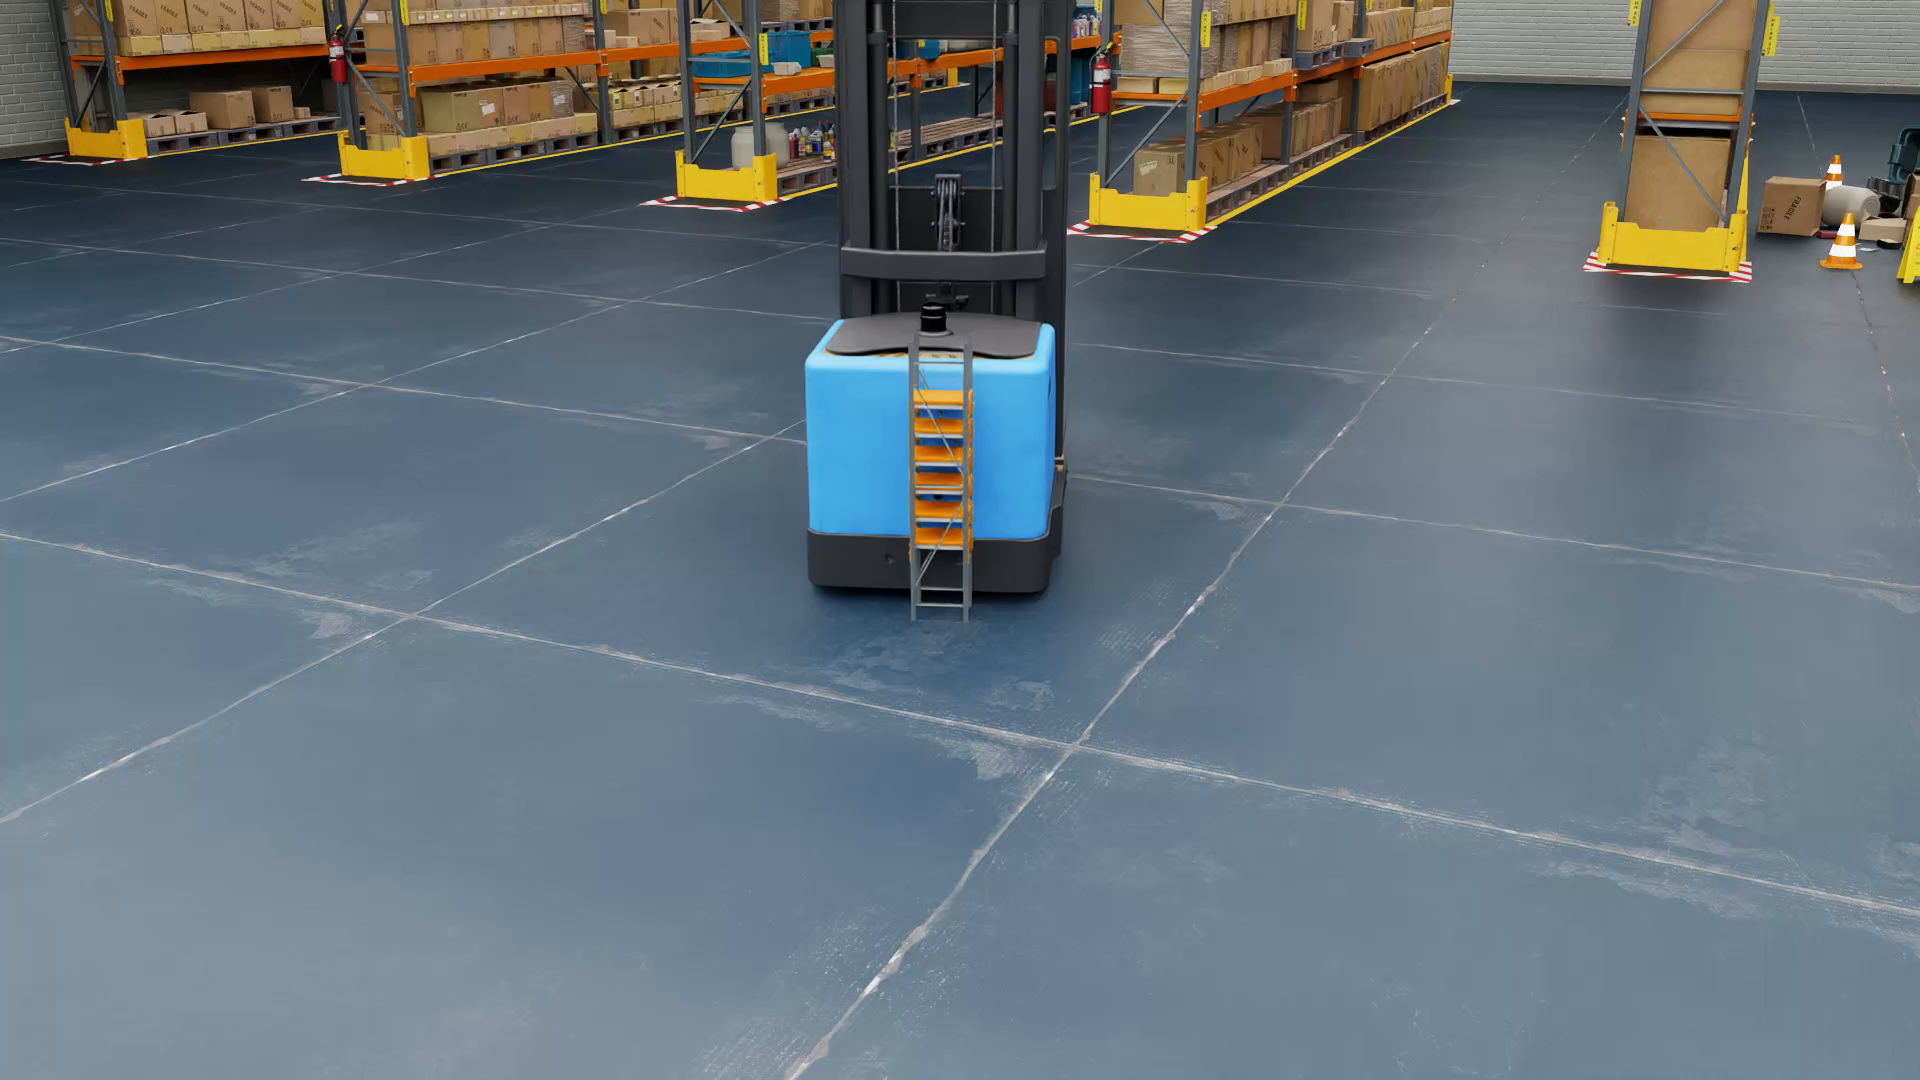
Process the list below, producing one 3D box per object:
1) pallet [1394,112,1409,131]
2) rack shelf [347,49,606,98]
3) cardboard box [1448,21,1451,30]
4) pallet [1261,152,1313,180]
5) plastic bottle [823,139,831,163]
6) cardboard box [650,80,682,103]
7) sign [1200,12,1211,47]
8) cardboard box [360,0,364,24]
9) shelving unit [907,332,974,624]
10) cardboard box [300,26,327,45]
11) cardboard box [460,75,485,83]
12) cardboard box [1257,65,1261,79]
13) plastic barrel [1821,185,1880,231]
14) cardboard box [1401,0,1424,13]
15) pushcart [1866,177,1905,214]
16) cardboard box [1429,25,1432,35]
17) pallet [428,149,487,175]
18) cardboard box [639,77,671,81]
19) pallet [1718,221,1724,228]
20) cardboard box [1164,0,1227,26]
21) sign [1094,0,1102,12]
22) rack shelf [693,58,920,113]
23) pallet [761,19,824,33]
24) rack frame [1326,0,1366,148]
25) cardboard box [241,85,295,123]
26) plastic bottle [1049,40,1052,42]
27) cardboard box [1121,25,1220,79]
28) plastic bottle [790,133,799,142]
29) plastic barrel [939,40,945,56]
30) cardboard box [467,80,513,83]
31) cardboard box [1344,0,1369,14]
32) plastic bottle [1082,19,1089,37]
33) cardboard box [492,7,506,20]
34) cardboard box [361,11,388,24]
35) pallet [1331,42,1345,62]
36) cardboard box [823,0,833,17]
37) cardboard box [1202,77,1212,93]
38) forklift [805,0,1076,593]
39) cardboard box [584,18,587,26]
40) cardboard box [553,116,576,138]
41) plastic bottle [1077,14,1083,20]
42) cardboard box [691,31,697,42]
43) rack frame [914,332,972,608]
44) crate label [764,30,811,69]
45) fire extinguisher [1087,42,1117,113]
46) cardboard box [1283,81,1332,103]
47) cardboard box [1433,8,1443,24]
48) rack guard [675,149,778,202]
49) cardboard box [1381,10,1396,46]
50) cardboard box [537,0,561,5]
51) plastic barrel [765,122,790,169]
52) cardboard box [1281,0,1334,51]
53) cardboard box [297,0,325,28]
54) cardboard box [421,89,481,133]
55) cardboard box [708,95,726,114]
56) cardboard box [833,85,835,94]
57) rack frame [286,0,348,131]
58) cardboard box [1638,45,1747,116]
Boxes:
[{"bbox_3d":[6.546,-6.719,26.547,1.003,0.211,1.213,9,21,23],"label":"pallet"},{"bbox_3d":[-6.338,-6.244,22.122,1.077,0.370,4.000,9,21,23],"label":"rack shelf"},{"bbox_3d":[8.586,-9.230,29.819,0.380,0.149,0.250,9,21,24],"label":"cardboard box"},{"bbox_3d":[3.835,-4.758,21.033,1.003,0.211,1.213,9,21,23],"label":"pallet"},{"bbox_3d":[-1.613,-4.724,20.190,0.097,0.271,0.097,0,20,0],"label":"plastic bottle"},{"bbox_3d":[-4.494,-6.923,25.598,0.500,0.311,0.500,9,22,24],"label":"cardboard box"},{"bbox_3d":[2.374,-4.944,16.103,0.100,0.325,0.005,9,21,23],"label":"sign"},{"bbox_3d":[-9.565,-8.448,26.440,0.700,0.500,0.500,11,22,28],"label":"cardboard box"},{"bbox_3d":[-0.078,-0.247,6.874,0.258,1.200,0.189,2,20,5],"label":"shelving unit"},{"bbox_3d":[-9.957,-7.625,25.127,0.500,0.250,0.500,9,21,23],"label":"cardboard box"},{"bbox_3d":[-8.649,-7.898,28.773,0.700,0.500,0.500,9,21,23],"label":"cardboard box"},{"bbox_3d":[3.140,-5.234,18.584,0.380,0.149,0.250,9,21,23],"label":"cardboard box"},{"bbox_3d":[8.936,-3.351,16.760,0.421,0.421,0.512,-9,22,-24],"label":"plastic barrel"},{"bbox_3d":[7.222,-8.813,26.935,0.500,0.500,0.500,9,21,23],"label":"cardboard box"},{"bbox_3d":[10.458,-3.536,17.348,1.648,0.377,0.936,1,20,4],"label":"pushcart"},{"bbox_3d":[7.748,-8.602,28.055,0.380,0.149,0.250,9,21,23],"label":"cardboard box"},{"bbox_3d":[-6.882,-4.897,21.423,1.003,0.211,1.213,9,21,23],"label":"pallet"},{"bbox_3d":[-4.782,-7.146,26.226,0.500,0.311,0.500,8,21,21],"label":"cardboard box"},{"bbox_3d":[6.619,-2.841,15.642,1.003,0.211,1.213,9,21,23],"label":"pallet"},{"bbox_3d":[2.353,-5.400,16.591,0.500,0.500,0.500,9,21,23],"label":"cardboard box"},{"bbox_3d":[1.381,-5.388,16.442,0.100,0.325,0.005,9,21,23],"label":"sign"},{"bbox_3d":[-1.821,-5.563,20.208,1.077,0.370,4.000,9,21,23],"label":"rack shelf"},{"bbox_3d":[-3.089,-8.922,28.865,1.003,0.211,1.213,9,21,23],"label":"pallet"},{"bbox_3d":[5.155,-7.056,23.334,1.000,3.000,0.127,9,21,23],"label":"rack frame"},{"bbox_3d":[-10.428,-6.579,25.067,0.500,0.500,0.500,7,21,19],"label":"cardboard box"},{"bbox_3d":[1.395,-7.945,26.007,0.061,0.283,0.133,9,21,23],"label":"plastic bottle"},{"bbox_3d":[2.129,-4.962,16.853,0.875,0.500,0.500,9,21,23],"label":"cardboard box"},{"bbox_3d":[-2.102,-4.952,20.824,0.152,0.276,0.135,8,21,21],"label":"plastic bottle"},{"bbox_3d":[-0.410,-6.840,22.522,0.433,0.535,0.433,0,20,0],"label":"plastic barrel"},{"bbox_3d":[-6.404,-6.045,22.848,0.500,0.500,0.500,9,21,23],"label":"cardboard box"},{"bbox_3d":[5.469,-7.797,23.771,0.797,0.503,0.637,9,22,25],"label":"cardboard box"},{"bbox_3d":[2.052,-8.470,27.493,0.152,0.276,0.135,9,21,23],"label":"plastic bottle"},{"bbox_3d":[-6.170,-6.884,21.732,0.380,0.149,0.250,9,21,23],"label":"cardboard box"},{"bbox_3d":[-7.174,-6.467,20.559,0.380,0.149,0.250,8,21,22],"label":"cardboard box"},{"bbox_3d":[4.382,-6.355,21.649,1.003,0.211,1.213,9,21,23],"label":"pallet"},{"bbox_3d":[-2.641,-9.770,30.190,0.700,0.500,0.500,2,20,4],"label":"cardboard box"},{"bbox_3d":[2.333,-4.621,16.860,0.380,0.149,0.250,9,21,23],"label":"cardboard box"},{"bbox_3d":[-0.011,-1.604,8.106,1.130,2.935,3.031,2,20,5],"label":"forklift"},{"bbox_3d":[-7.204,-9.685,31.069,0.380,0.149,0.250,8,21,21],"label":"cardboard box"},{"bbox_3d":[-5.723,-5.773,23.202,0.500,0.250,0.500,9,21,23],"label":"cardboard box"},{"bbox_3d":[1.989,-8.573,27.672,0.144,0.351,0.185,9,21,23],"label":"plastic bottle"},{"bbox_3d":[-4.352,-7.901,26.083,0.380,0.149,0.250,10,22,27],"label":"cardboard box"},{"bbox_3d":[-0.069,-0.278,6.960,0.240,1.200,0.006,2,20,5],"label":"rack frame"},{"bbox_3d":[-2.133,-5.907,20.049,0.502,0.435,0.616,9,21,23],"label":"crate label"},{"bbox_3d":[1.412,-4.603,16.550,0.296,0.674,0.183,9,21,23],"label":"fire extinguisher"},{"bbox_3d":[4.700,-6.067,22.506,0.500,0.250,0.500,11,22,29],"label":"cardboard box"},{"bbox_3d":[8.058,-9.076,28.793,0.500,0.250,0.500,8,21,21],"label":"cardboard box"},{"bbox_3d":[-2.651,-4.142,18.871,1.175,0.500,0.348,9,21,23],"label":"rack guard"},{"bbox_3d":[6.225,-7.682,24.945,0.500,0.500,0.500,9,21,23],"label":"cardboard box"},{"bbox_3d":[-5.901,-7.561,22.668,0.700,0.500,0.500,8,21,23],"label":"cardboard box"},{"bbox_3d":[-2.234,-4.681,19.741,0.421,0.512,0.421,0,20,0],"label":"plastic barrel"},{"bbox_3d":[3.970,-6.538,20.354,1.000,1.000,1.000,9,21,23],"label":"cardboard box"},{"bbox_3d":[-9.951,-7.978,24.999,0.500,0.500,0.500,8,21,23],"label":"cardboard box"},{"bbox_3d":[-6.531,-5.513,21.353,0.500,0.500,0.500,9,21,23],"label":"cardboard box"},{"bbox_3d":[-4.082,-6.967,26.559,0.500,0.250,0.500,8,21,22],"label":"cardboard box"},{"bbox_3d":[-2.394,-8.329,29.986,0.500,0.500,0.500,9,21,23],"label":"cardboard box"},{"bbox_3d":[-10.040,-7.873,25.629,1.000,3.000,0.127,9,21,23],"label":"rack frame"},{"bbox_3d":[6.473,-4.090,14.768,0.875,0.550,0.550,9,21,23],"label":"cardboard box"}]
